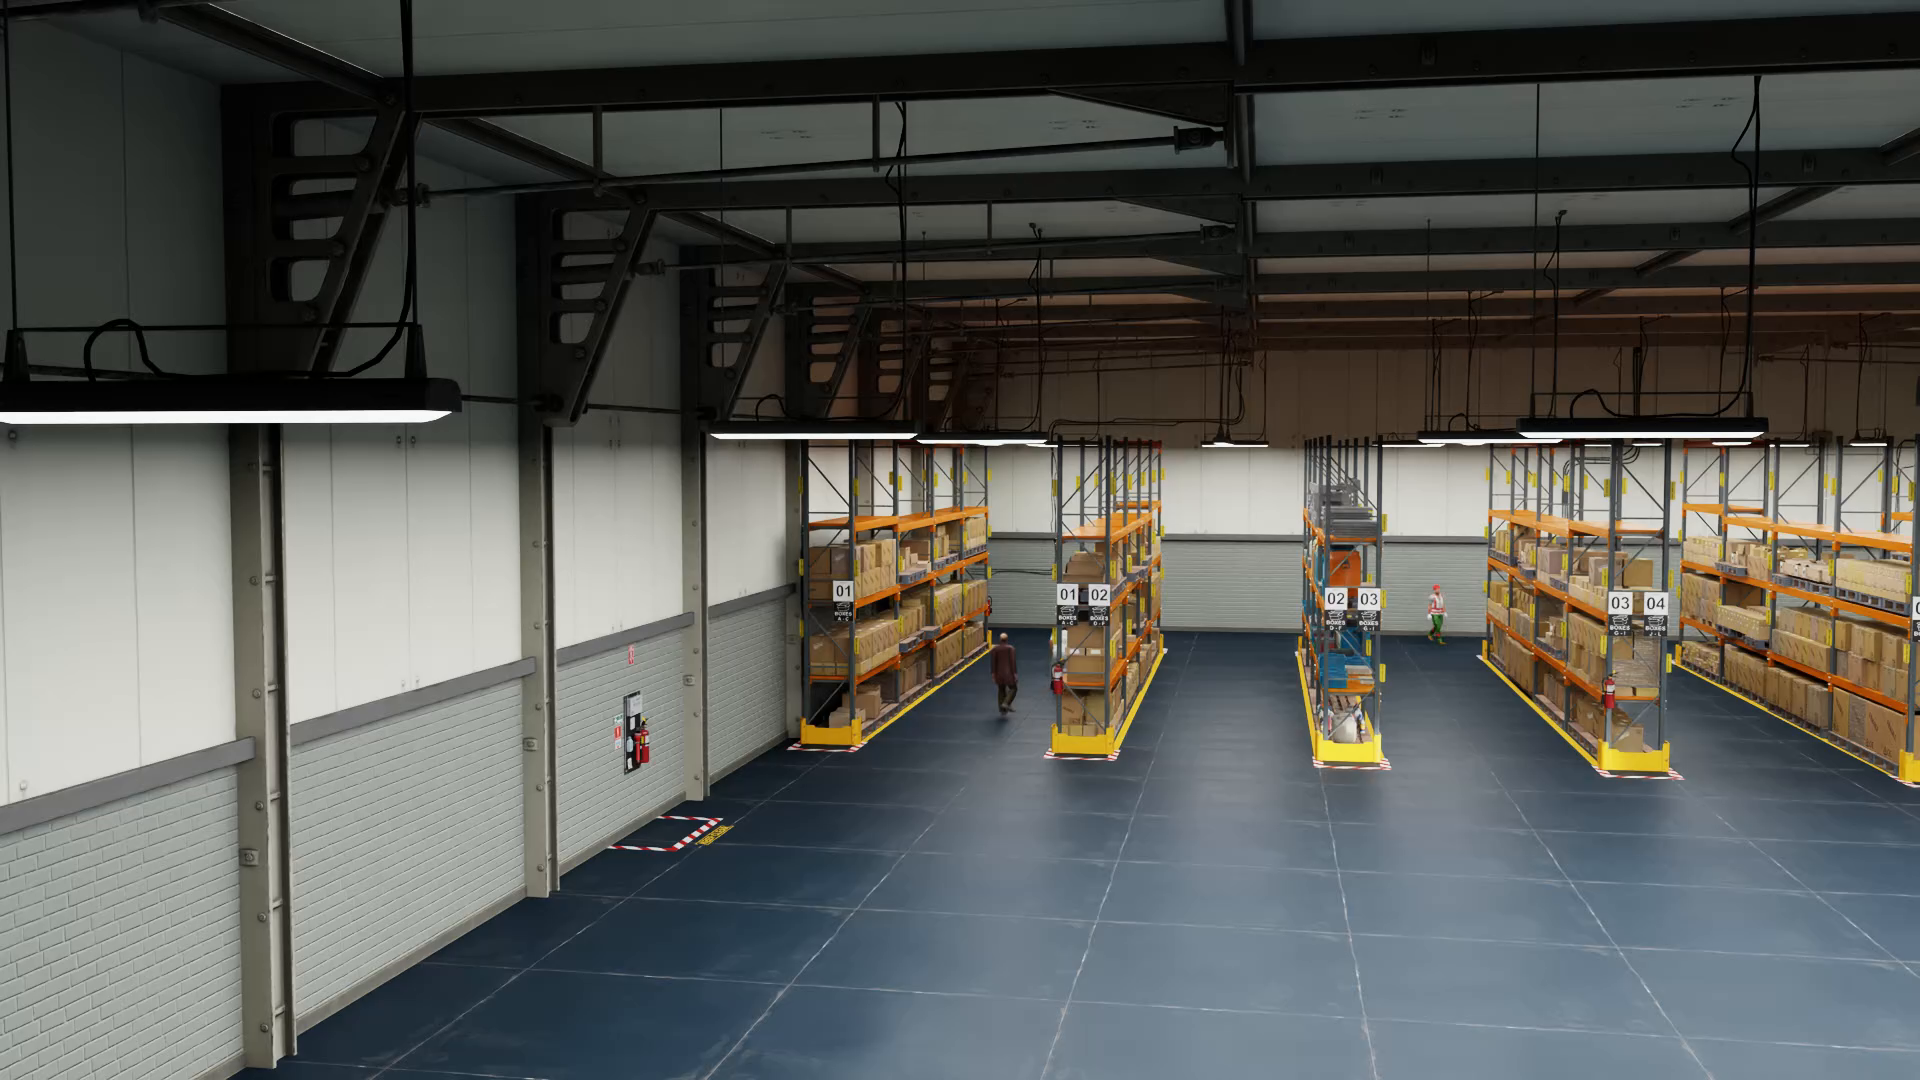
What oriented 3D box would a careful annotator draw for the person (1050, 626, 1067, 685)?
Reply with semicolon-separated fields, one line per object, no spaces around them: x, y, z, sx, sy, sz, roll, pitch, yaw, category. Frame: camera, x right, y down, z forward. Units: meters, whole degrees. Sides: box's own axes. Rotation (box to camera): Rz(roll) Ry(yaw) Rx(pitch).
2.477;2.764;40.411;0.577;1.563;0.721;1;3;12;person

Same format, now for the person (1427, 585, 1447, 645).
14.048;2.189;49.053;0.590;1.770;0.915;-1;3;-25;person

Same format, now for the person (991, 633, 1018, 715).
0.946;2.891;35.862;0.617;1.770;0.564;1;3;22;person
